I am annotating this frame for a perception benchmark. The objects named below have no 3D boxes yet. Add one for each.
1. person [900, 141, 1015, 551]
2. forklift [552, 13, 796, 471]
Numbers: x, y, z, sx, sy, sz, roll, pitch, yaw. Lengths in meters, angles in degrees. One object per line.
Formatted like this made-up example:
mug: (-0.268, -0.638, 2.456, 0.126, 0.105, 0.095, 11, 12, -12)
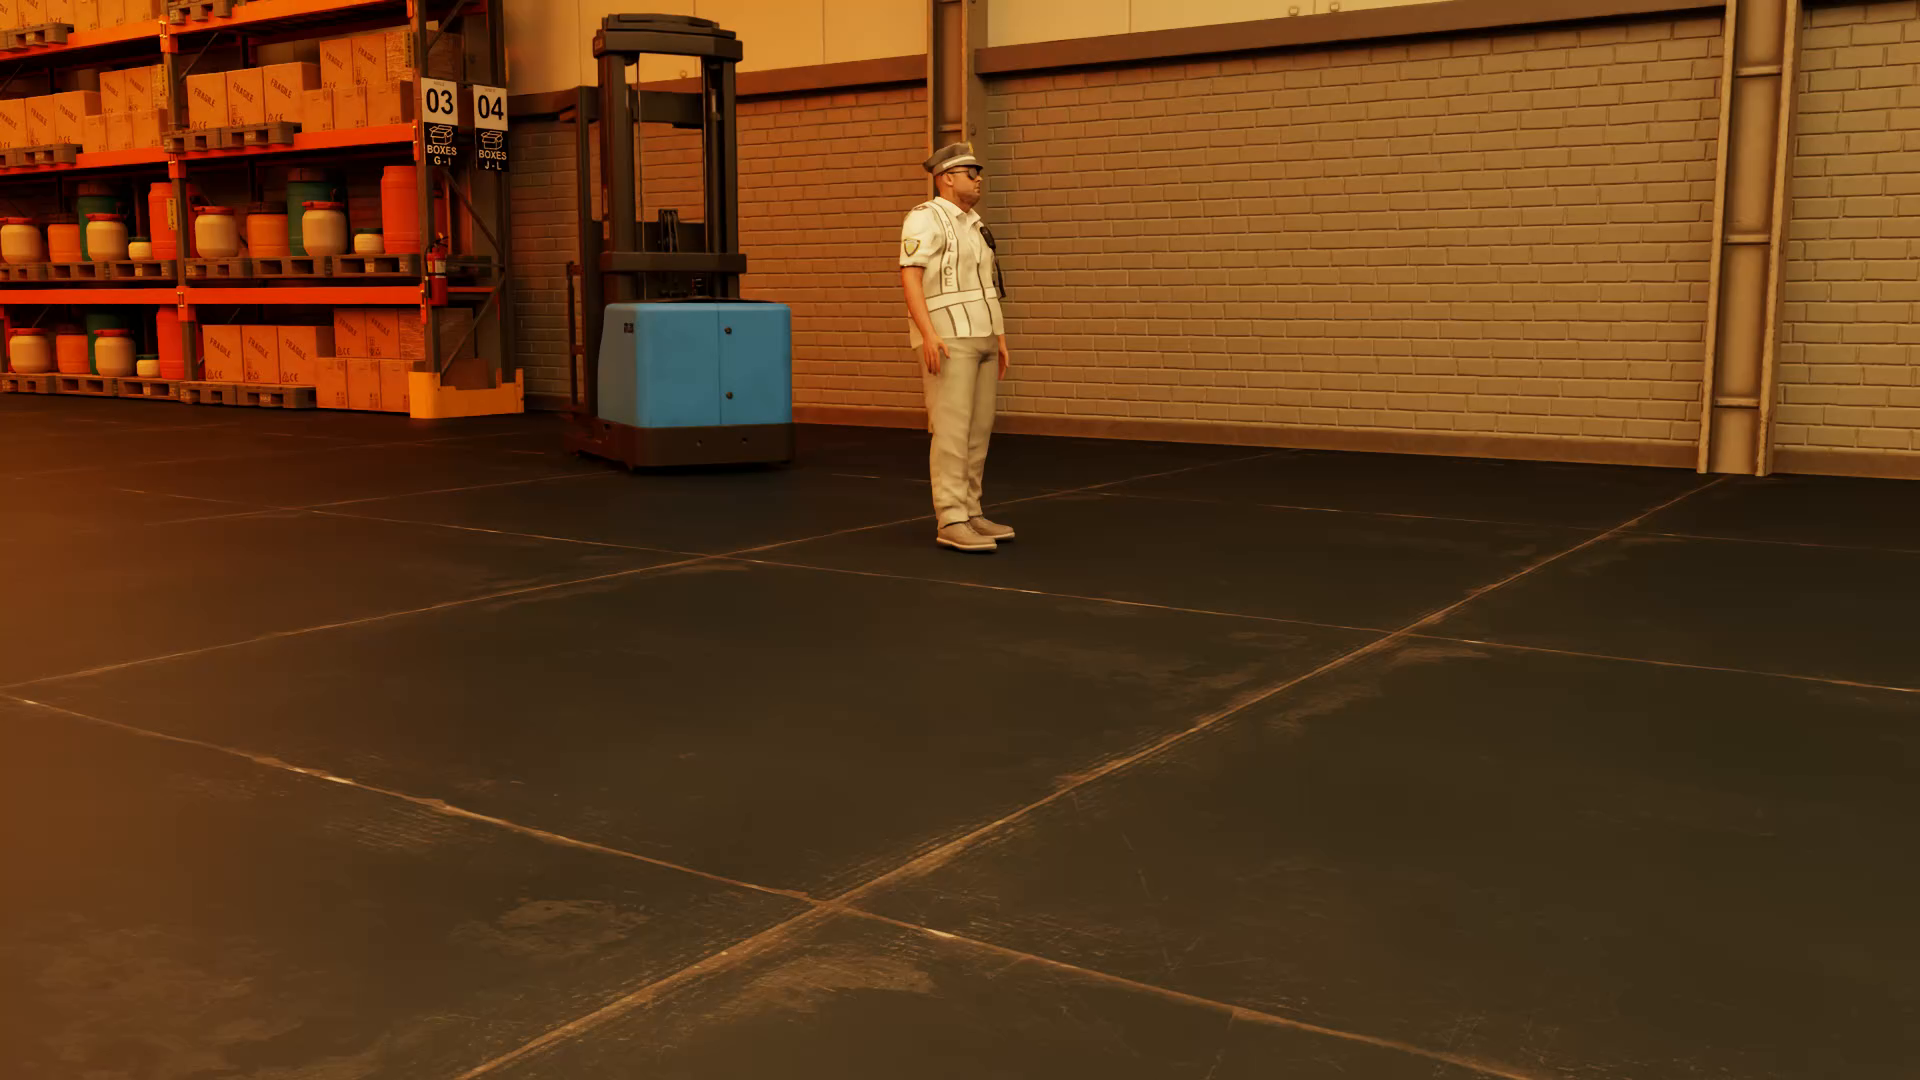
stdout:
person: (0.057, -0.880, 7.424, 0.575, 1.778, 0.640, 5, 10, 34)
forklift: (-2.173, -2.051, 11.617, 1.130, 2.935, 3.031, -4, 9, -26)
